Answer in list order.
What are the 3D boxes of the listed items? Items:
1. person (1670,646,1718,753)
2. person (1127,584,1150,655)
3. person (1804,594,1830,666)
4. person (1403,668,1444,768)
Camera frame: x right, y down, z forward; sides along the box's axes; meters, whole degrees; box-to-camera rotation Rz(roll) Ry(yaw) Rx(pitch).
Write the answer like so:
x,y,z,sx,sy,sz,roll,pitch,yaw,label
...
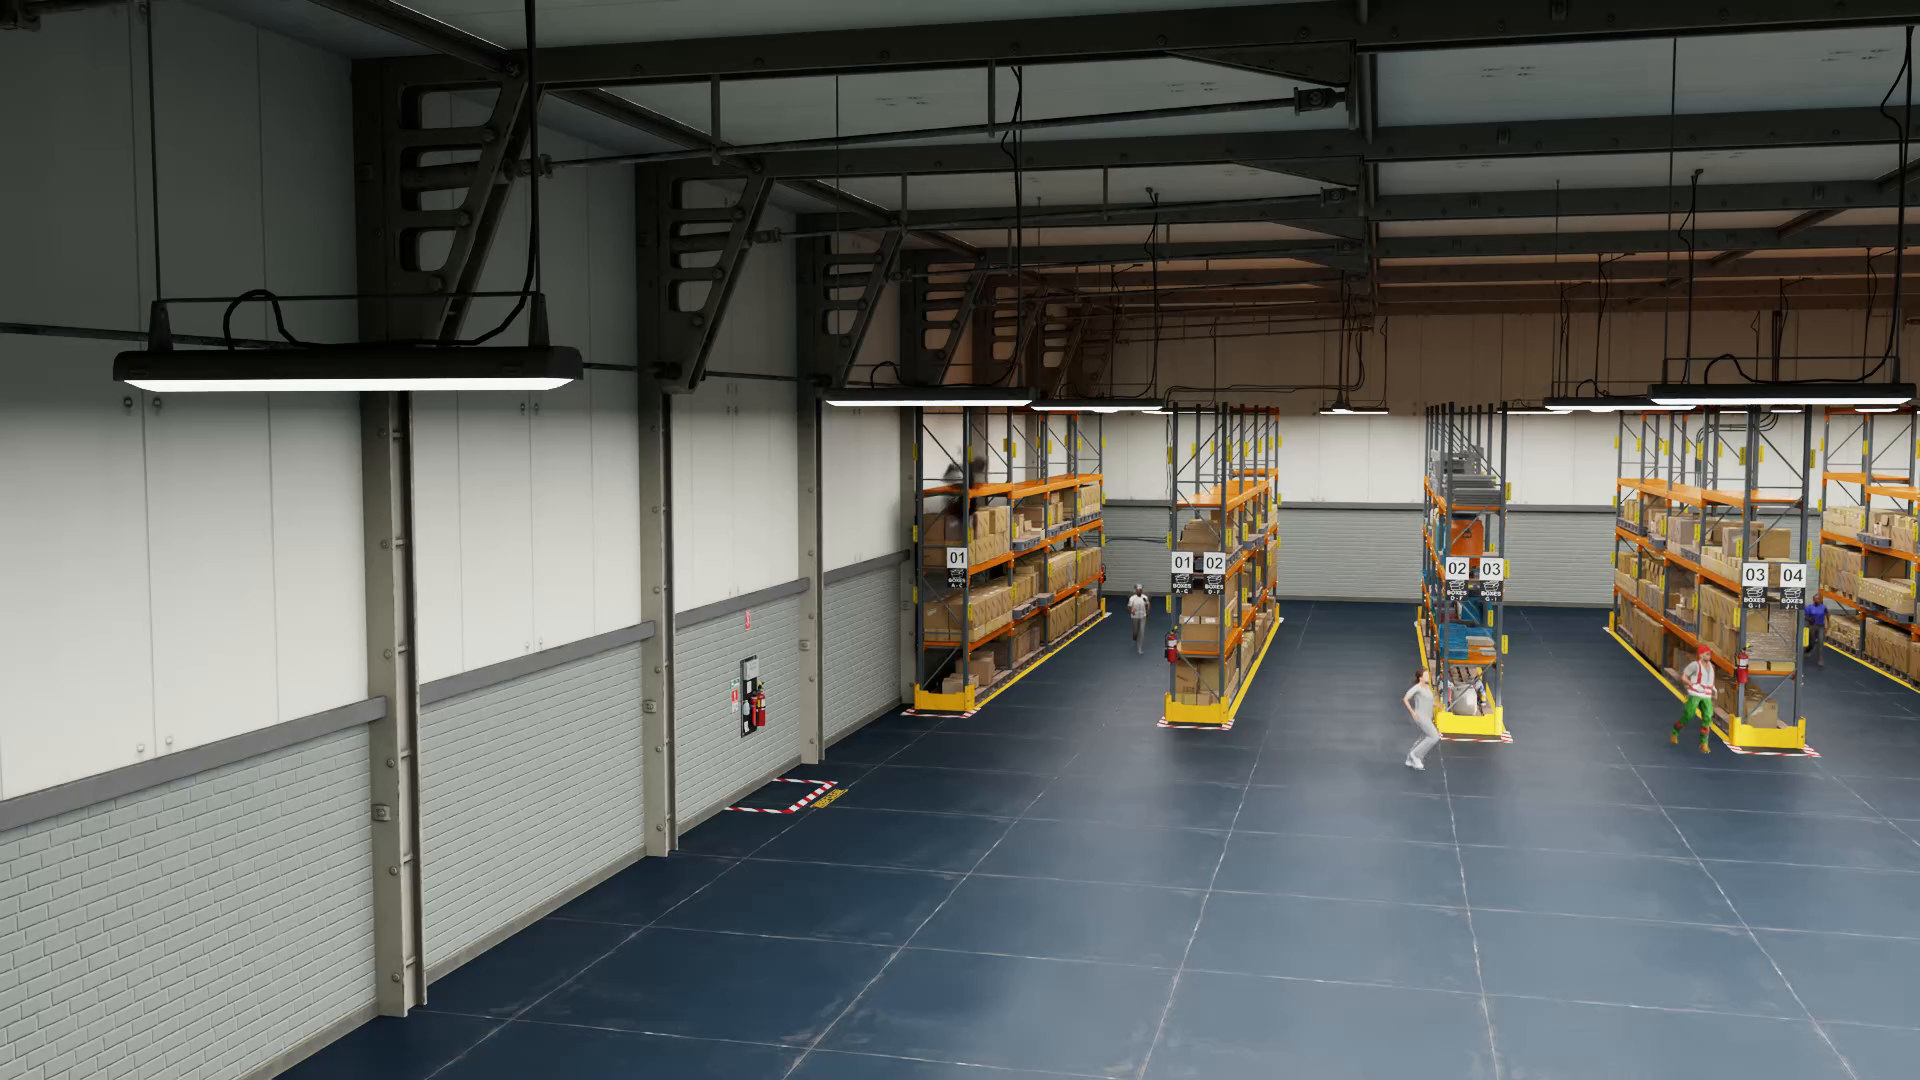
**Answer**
x,y,z,sx,sy,sz,roll,pitch,yaw,label
12.776,2.710,28.661,0.720,1.783,0.933,-1,4,-9,person
4.360,1.903,40.487,0.581,1.690,0.828,0,4,-1,person
19.730,2.048,38.284,0.594,1.598,1.044,1,4,16,person
7.528,2.899,26.952,0.628,1.635,0.546,3,5,38,person
